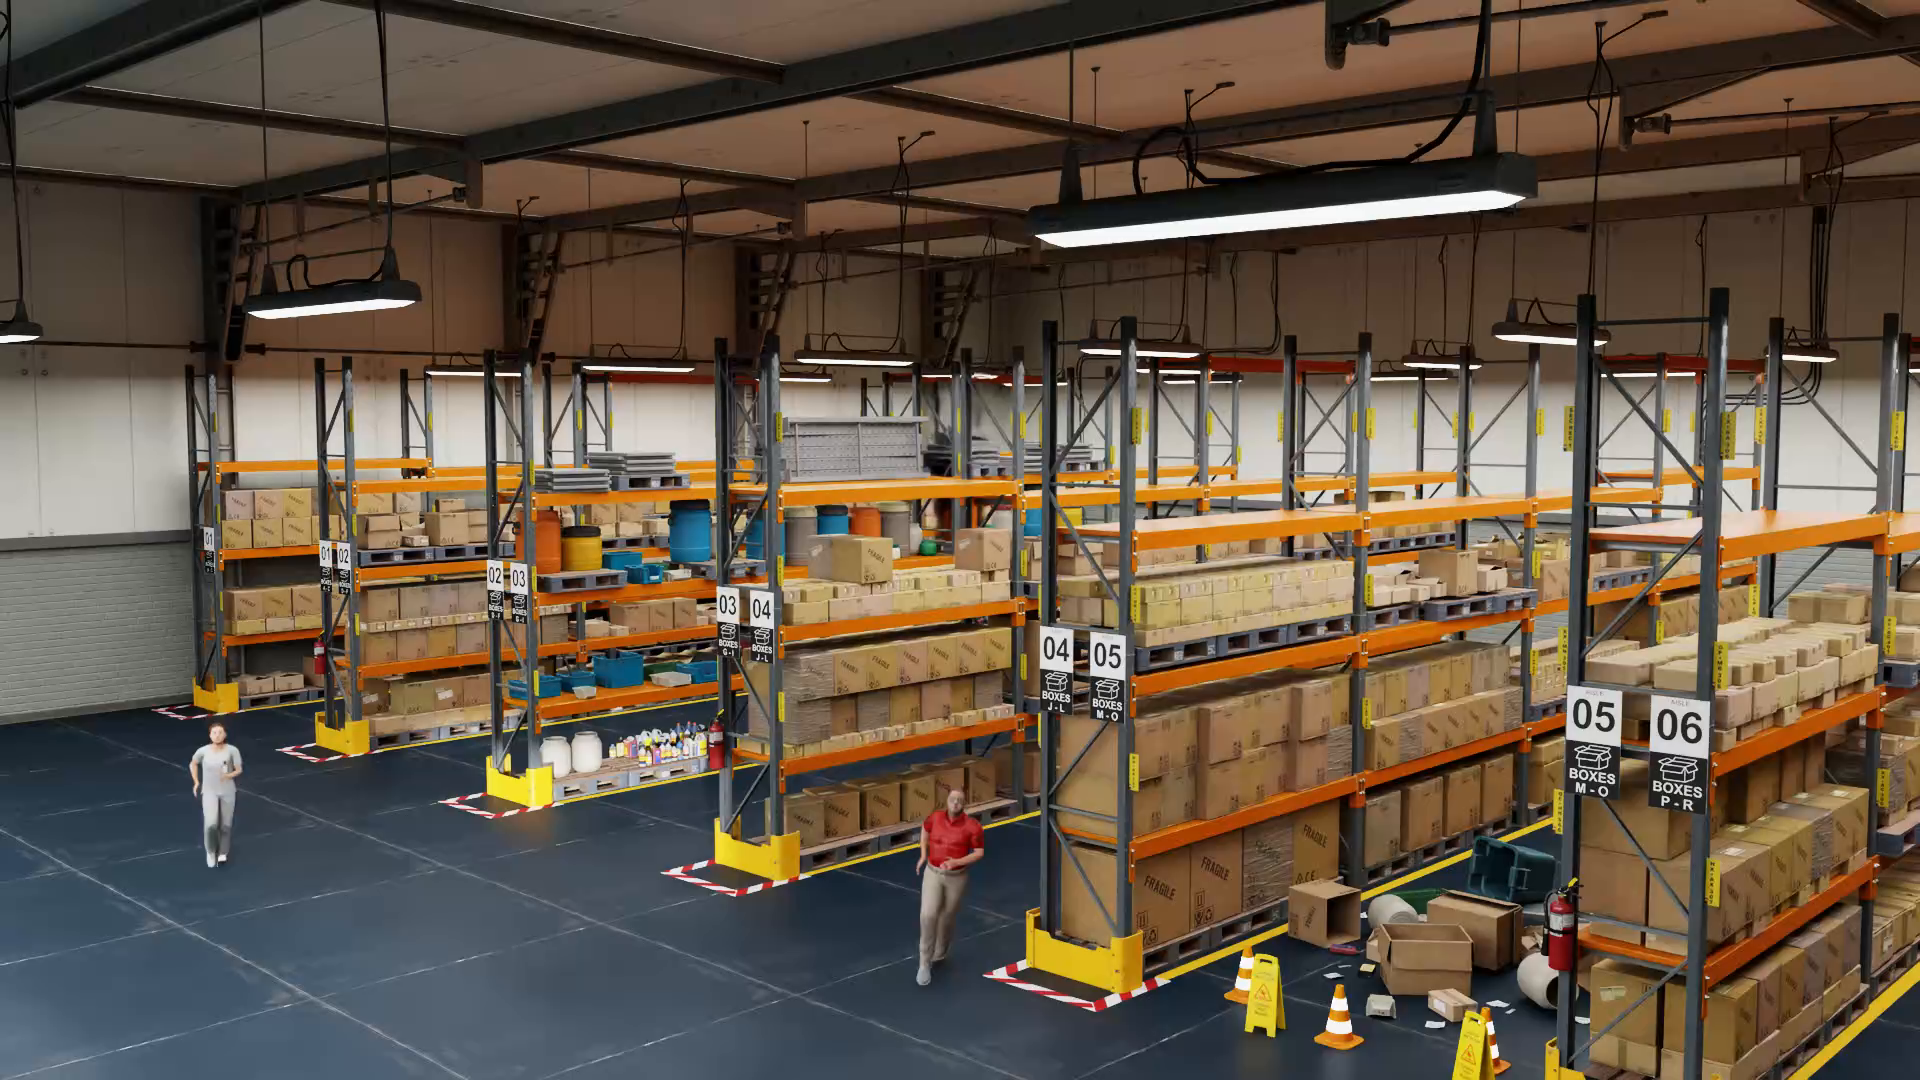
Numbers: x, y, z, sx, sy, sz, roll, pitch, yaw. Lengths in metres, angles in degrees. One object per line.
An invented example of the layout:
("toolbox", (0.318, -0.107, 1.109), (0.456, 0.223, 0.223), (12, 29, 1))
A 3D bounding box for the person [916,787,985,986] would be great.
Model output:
("person", (-0.098, 3.143, 15.310), (0.652, 1.724, 0.809), (1, 4, 8))

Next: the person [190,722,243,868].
("person", (-8.401, 2.898, 18.821), (0.537, 1.613, 0.649), (-2, 5, -26))

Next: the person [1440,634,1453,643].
("person", (7.872, 2.306, 26.828), (0.556, 1.644, 0.592), (4, 6, 39))
